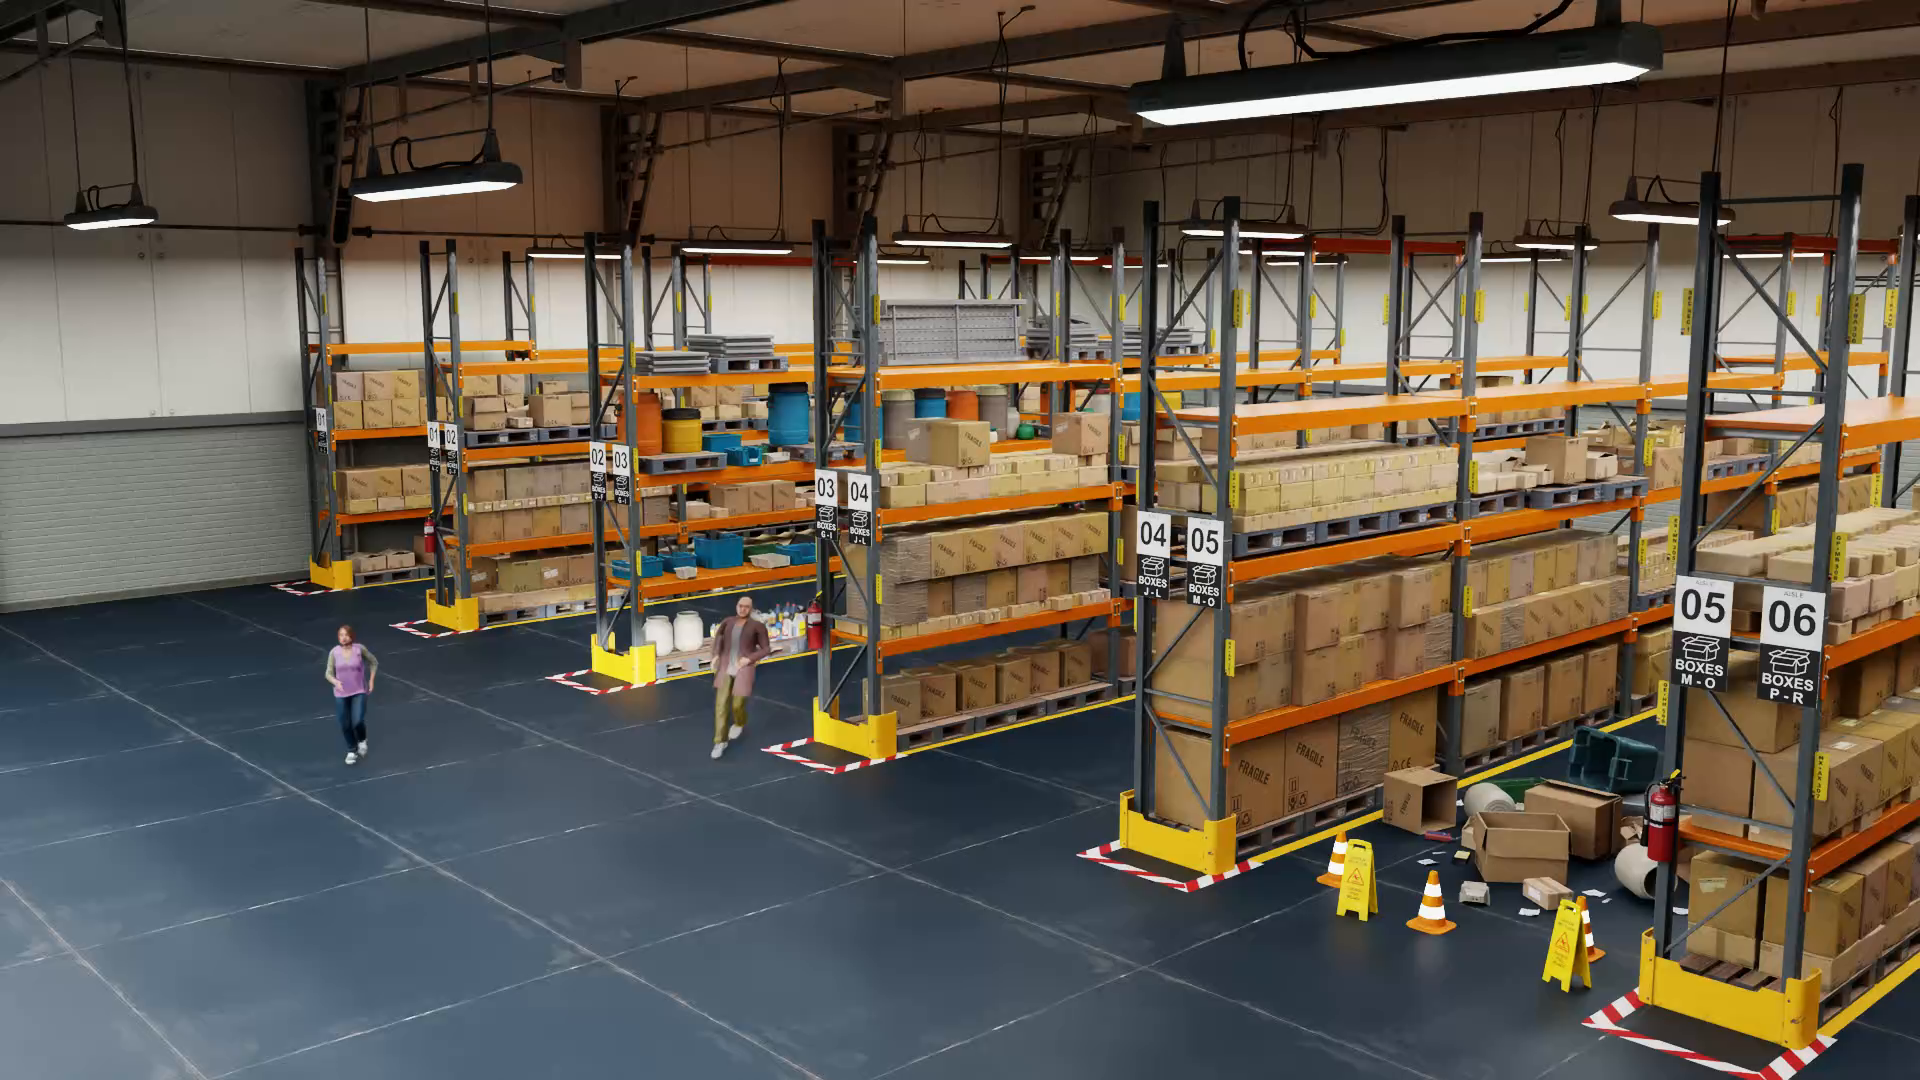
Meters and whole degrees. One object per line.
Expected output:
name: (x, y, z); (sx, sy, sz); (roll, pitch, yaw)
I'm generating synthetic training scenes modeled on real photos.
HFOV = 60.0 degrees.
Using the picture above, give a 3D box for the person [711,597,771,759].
person: (-2.523, 1.529, 18.970); (0.741, 1.767, 0.947); (2, 9, 12)

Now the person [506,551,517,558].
person: (-7.721, 0.139, 28.708); (0.521, 1.751, 0.726); (7, 11, 38)

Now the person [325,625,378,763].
person: (-6.710, 1.717, 18.335); (0.528, 1.568, 0.587); (-2, 9, -11)
